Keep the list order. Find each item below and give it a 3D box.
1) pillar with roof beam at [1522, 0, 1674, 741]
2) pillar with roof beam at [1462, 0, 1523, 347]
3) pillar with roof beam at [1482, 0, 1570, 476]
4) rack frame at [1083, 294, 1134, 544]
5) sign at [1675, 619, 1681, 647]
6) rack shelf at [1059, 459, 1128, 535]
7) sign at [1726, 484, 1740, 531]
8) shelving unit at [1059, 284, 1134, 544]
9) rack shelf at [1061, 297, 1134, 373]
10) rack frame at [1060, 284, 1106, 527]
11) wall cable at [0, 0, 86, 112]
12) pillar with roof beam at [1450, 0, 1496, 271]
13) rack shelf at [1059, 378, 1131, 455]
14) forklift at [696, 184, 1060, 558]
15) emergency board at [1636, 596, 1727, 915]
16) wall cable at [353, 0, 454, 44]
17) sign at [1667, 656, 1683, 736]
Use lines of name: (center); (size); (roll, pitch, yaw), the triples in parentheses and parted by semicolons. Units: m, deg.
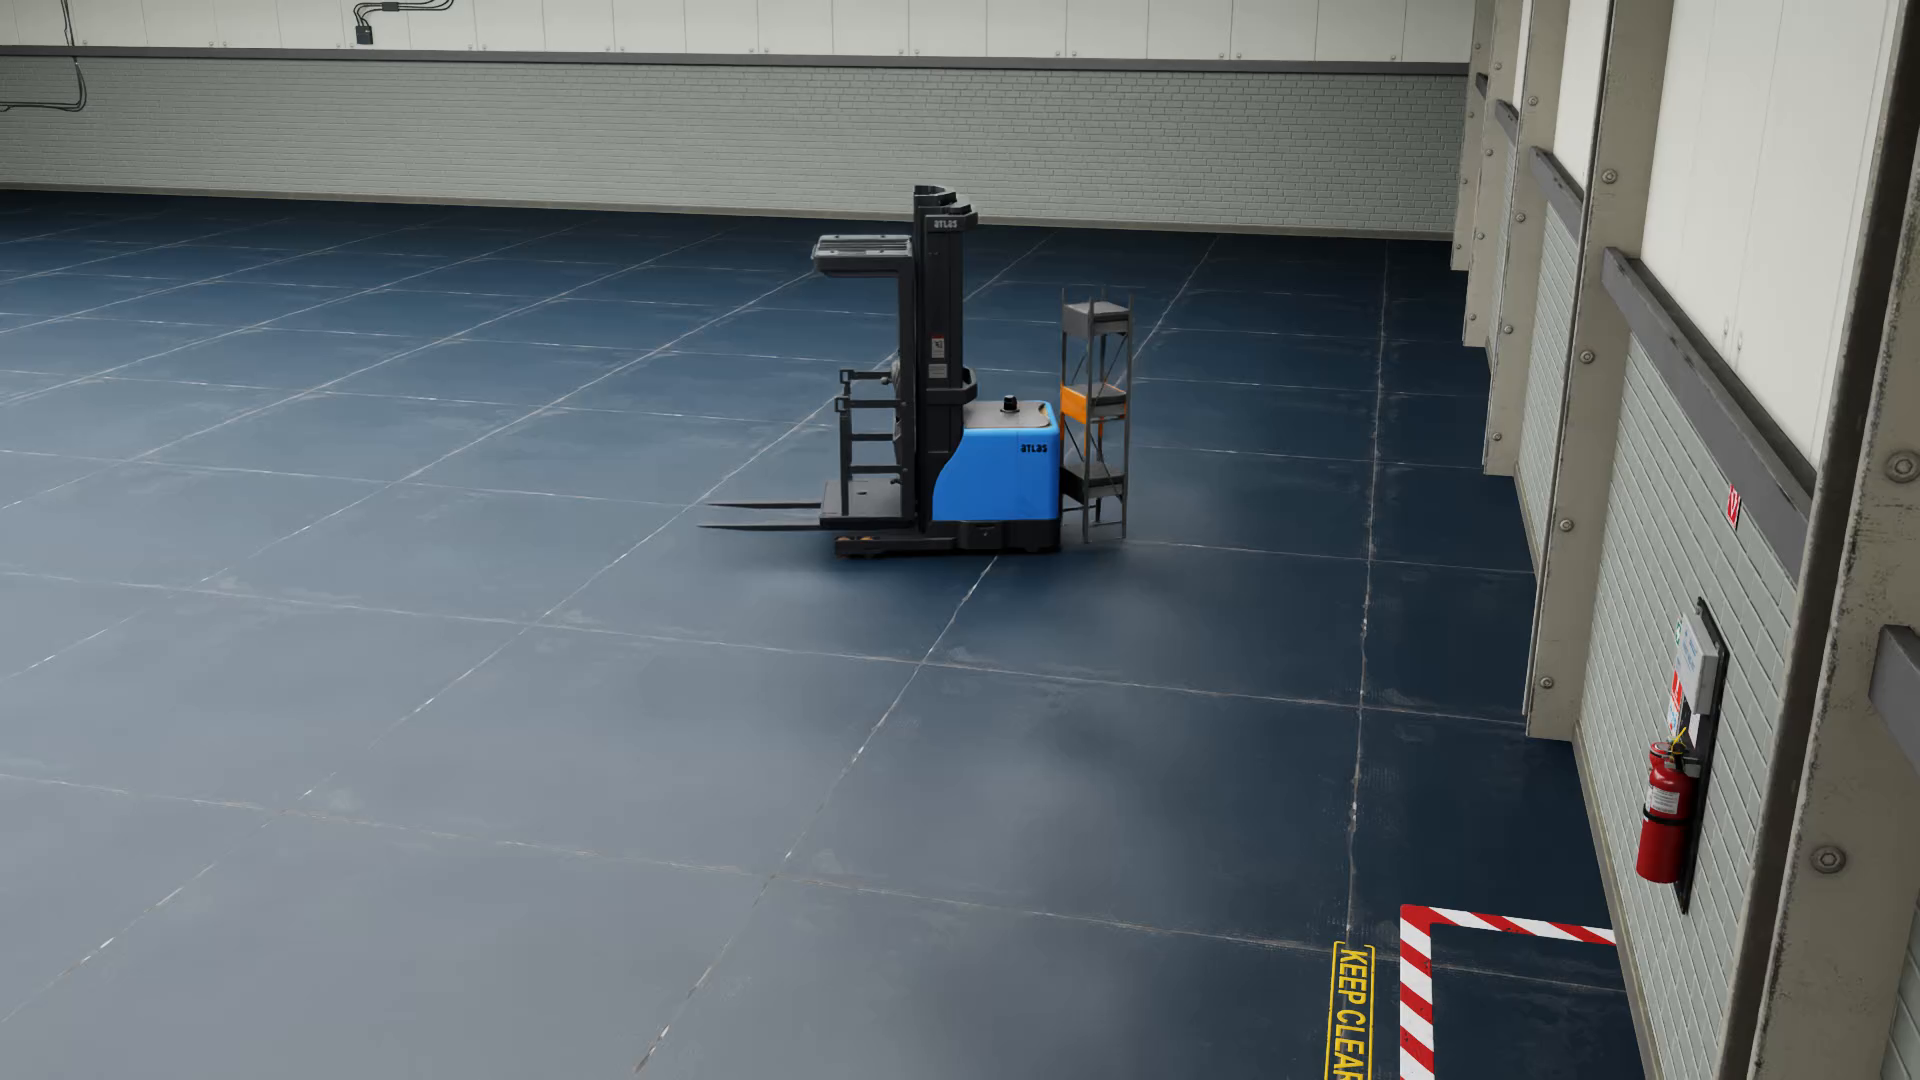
pillar with roof beam: (-0.386, -3.402, 10.225); (9.100, 9.000, 0.400); (5, 19, 13)
pillar with roof beam: (2.546, -7.163, 21.237); (9.100, 9.000, 0.400); (5, 19, 13)
pillar with roof beam: (1.080, -5.283, 15.731); (9.100, 9.000, 0.400); (5, 19, 13)
rack frame: (1.232, -0.987, 13.827); (0.400, 2.100, 0.015); (-8, 20, -22)
sign: (3.188, 0.454, 7.343); (0.001, 0.109, 0.331); (5, 19, 13)
rack shelf: (1.137, -0.384, 14.271); (0.431, 0.518, 0.480); (-8, 20, -22)
sign: (3.062, -0.206, 6.562); (0.001, 0.298, 0.199); (5, 19, 13)
shelving unit: (1.137, -1.059, 14.040); (0.431, 2.100, 0.503); (-8, 20, -22)
rack shelf: (1.137, -1.709, 13.818); (0.431, 0.518, 0.480); (-8, 20, -22)
rack frame: (1.042, -1.132, 14.253); (0.400, 2.100, 0.015); (-8, 20, -22)
wall cable: (-20.357, -10.541, 35.930); (3.097, 2.526, 0.112); (5, 19, 13)
pillar with roof beam: (4.012, -9.044, 26.743); (9.100, 9.000, 0.400); (5, 19, 13)
rack shelf: (1.137, -1.046, 14.045); (0.431, 0.518, 0.480); (-8, 20, -22)
forklift: (-0.694, -1.415, 13.795); (3.031, 2.935, 1.130); (-1, 19, -2)
emergency board: (2.963, 0.886, 6.953); (0.194, 1.169, 0.643); (5, 19, 13)
wall cable: (-11.155, -12.865, 32.669); (2.305, 6.003, 0.169); (5, 19, 13)
sign: (3.198, 0.704, 7.431); (0.001, 0.329, 0.234); (5, 19, 13)
